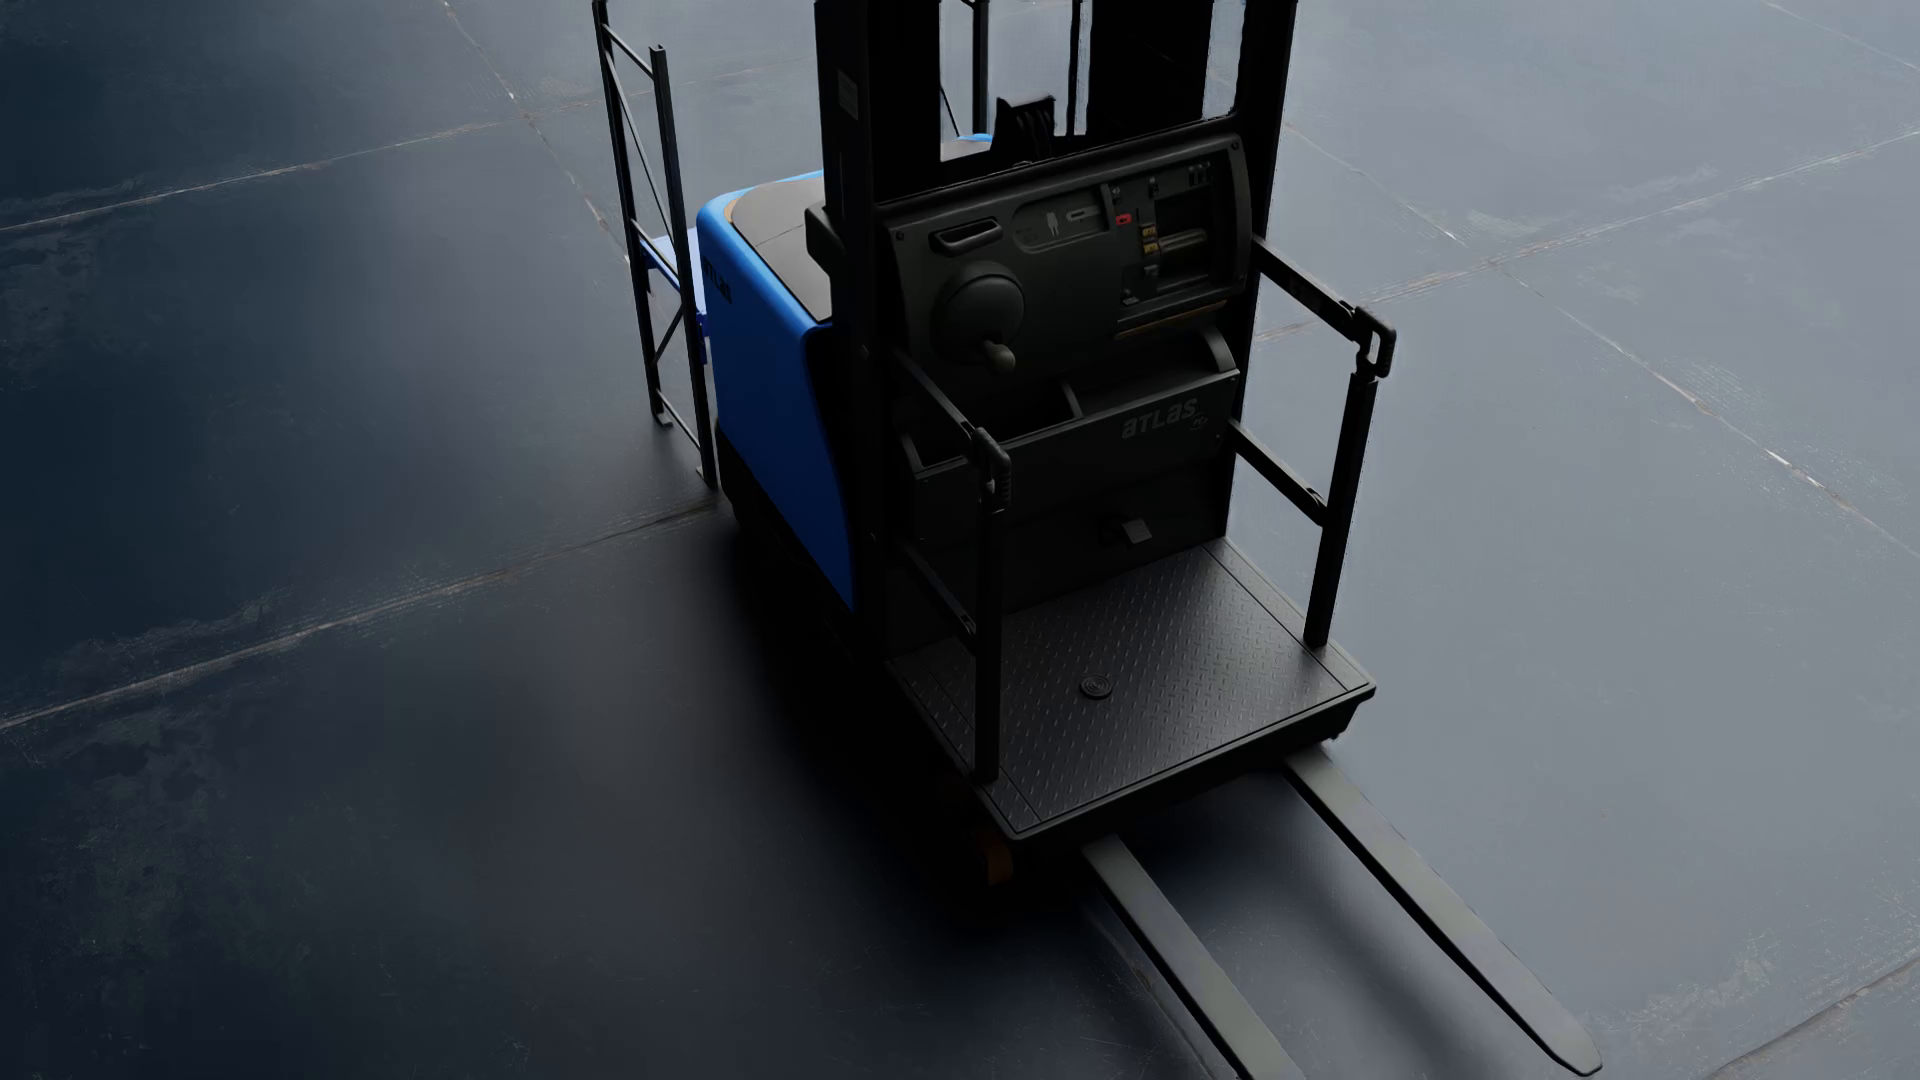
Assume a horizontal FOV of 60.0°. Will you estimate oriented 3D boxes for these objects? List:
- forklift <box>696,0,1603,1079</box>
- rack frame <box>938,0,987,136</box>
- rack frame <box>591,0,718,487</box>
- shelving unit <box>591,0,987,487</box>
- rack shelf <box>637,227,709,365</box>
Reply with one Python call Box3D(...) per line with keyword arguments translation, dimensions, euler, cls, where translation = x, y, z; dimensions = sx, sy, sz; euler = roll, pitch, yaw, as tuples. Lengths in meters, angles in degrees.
Box3D(translation=(0.373, -0.578, 3.665), dimensions=(1.130, 2.935, 3.031), euler=(-19, 44, -21), cls="forklift")
Box3D(translation=(-0.057, -1.221, 5.531), dimensions=(0.032, 1.500, 0.500), euler=(-21, 44, -23), cls="rack frame")
Box3D(translation=(-0.935, -0.890, 5.140), dimensions=(0.032, 1.500, 0.500), euler=(-21, 44, -23), cls="rack frame")
Box3D(translation=(-0.496, -1.055, 5.336), dimensions=(1.048, 1.500, 0.538), euler=(-21, 44, -23), cls="shelving unit")
Box3D(translation=(-0.496, -0.918, 5.452), dimensions=(1.000, 0.185, 0.538), euler=(-21, 44, -23), cls="rack shelf")
